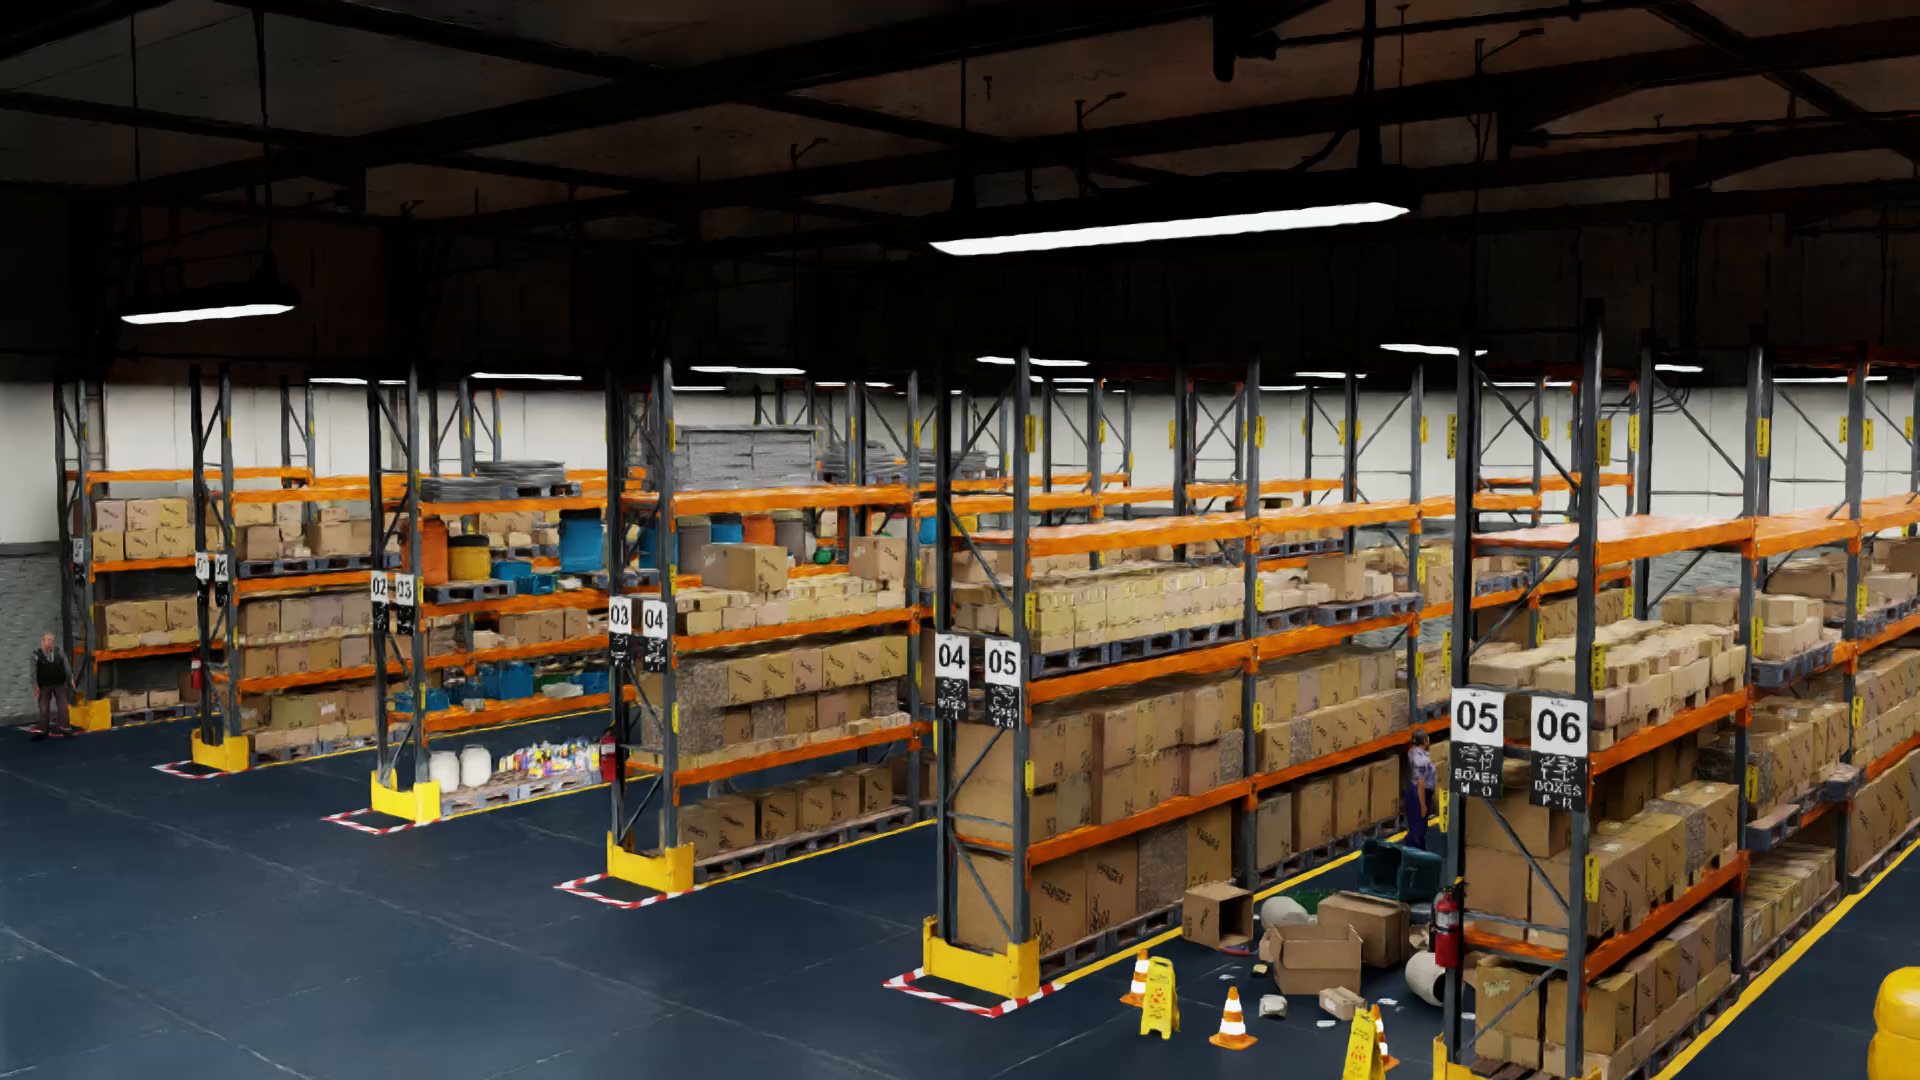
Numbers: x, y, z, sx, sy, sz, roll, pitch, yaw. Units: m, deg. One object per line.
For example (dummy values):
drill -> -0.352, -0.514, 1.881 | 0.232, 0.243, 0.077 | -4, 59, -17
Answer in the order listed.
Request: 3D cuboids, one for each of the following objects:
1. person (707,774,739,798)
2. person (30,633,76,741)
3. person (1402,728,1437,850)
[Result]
person -> -3.112, 2.824, 21.186 | 0.495, 1.585, 1.086 | 4, 6, 43
person -> -14.618, 2.354, 26.777 | 0.687, 1.729, 0.384 | -3, 5, -39
person -> 5.261, 2.964, 18.939 | 0.423, 1.651, 0.526 | 1, 4, 9
